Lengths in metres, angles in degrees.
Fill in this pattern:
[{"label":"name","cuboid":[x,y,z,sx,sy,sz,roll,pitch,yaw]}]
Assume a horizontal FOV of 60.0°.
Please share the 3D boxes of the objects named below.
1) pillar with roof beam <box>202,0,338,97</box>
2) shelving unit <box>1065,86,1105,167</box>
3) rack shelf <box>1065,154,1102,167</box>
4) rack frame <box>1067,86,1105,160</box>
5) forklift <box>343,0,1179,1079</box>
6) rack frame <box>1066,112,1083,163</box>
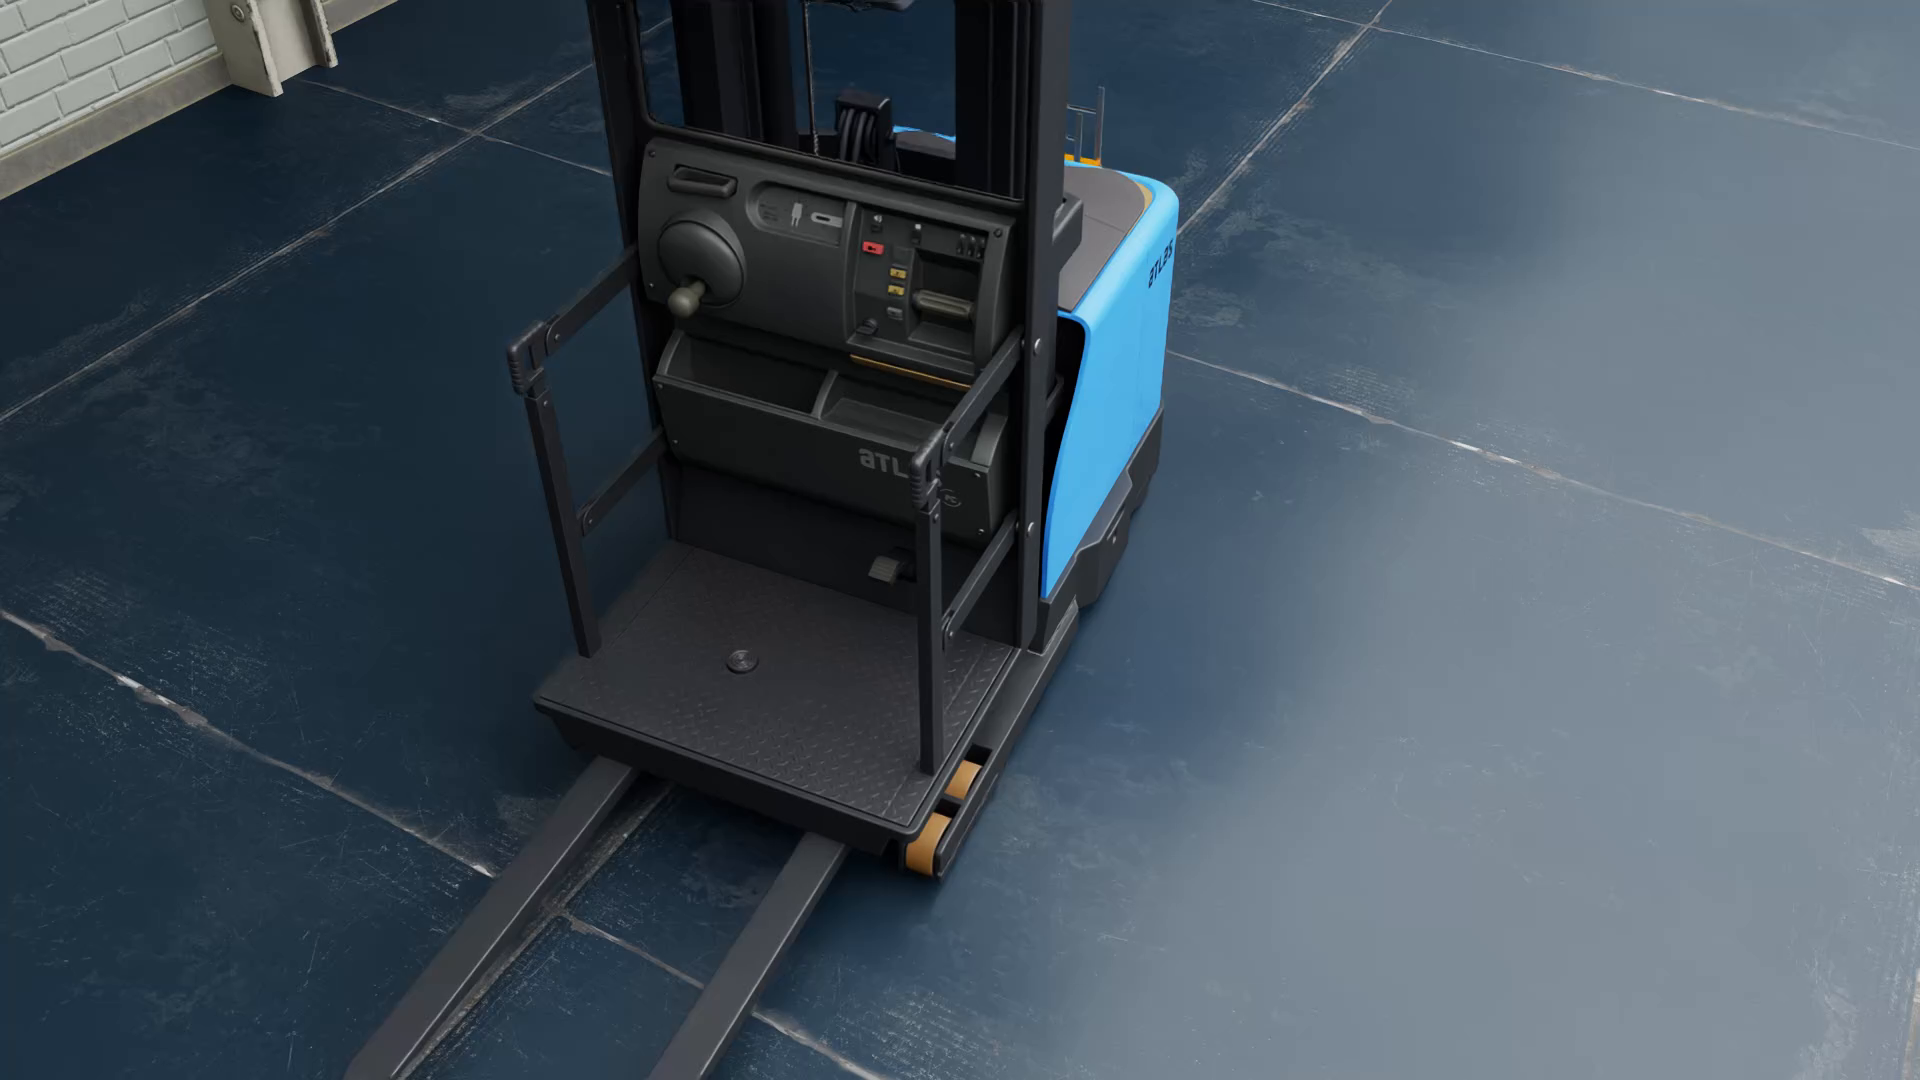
[{"label":"pillar with roof beam","cuboid":[0.591,-4.121,3.121,9.100,9.000,0.400,21,45,22]},{"label":"shelving unit","cuboid":[0.285,-0.878,5.339,0.258,1.200,0.189,16,44,18]},{"label":"rack shelf","cuboid":[0.285,-1.115,5.131,0.258,0.103,0.180,16,44,18]},{"label":"rack frame","cuboid":[0.322,-0.933,5.402,0.240,1.200,0.006,16,44,18]},{"label":"forklift","cuboid":[-0.413,-0.567,3.676,1.130,2.935,3.031,16,44,18]},{"label":"rack frame","cuboid":[0.248,-0.823,5.277,0.240,1.200,0.006,16,44,18]}]
